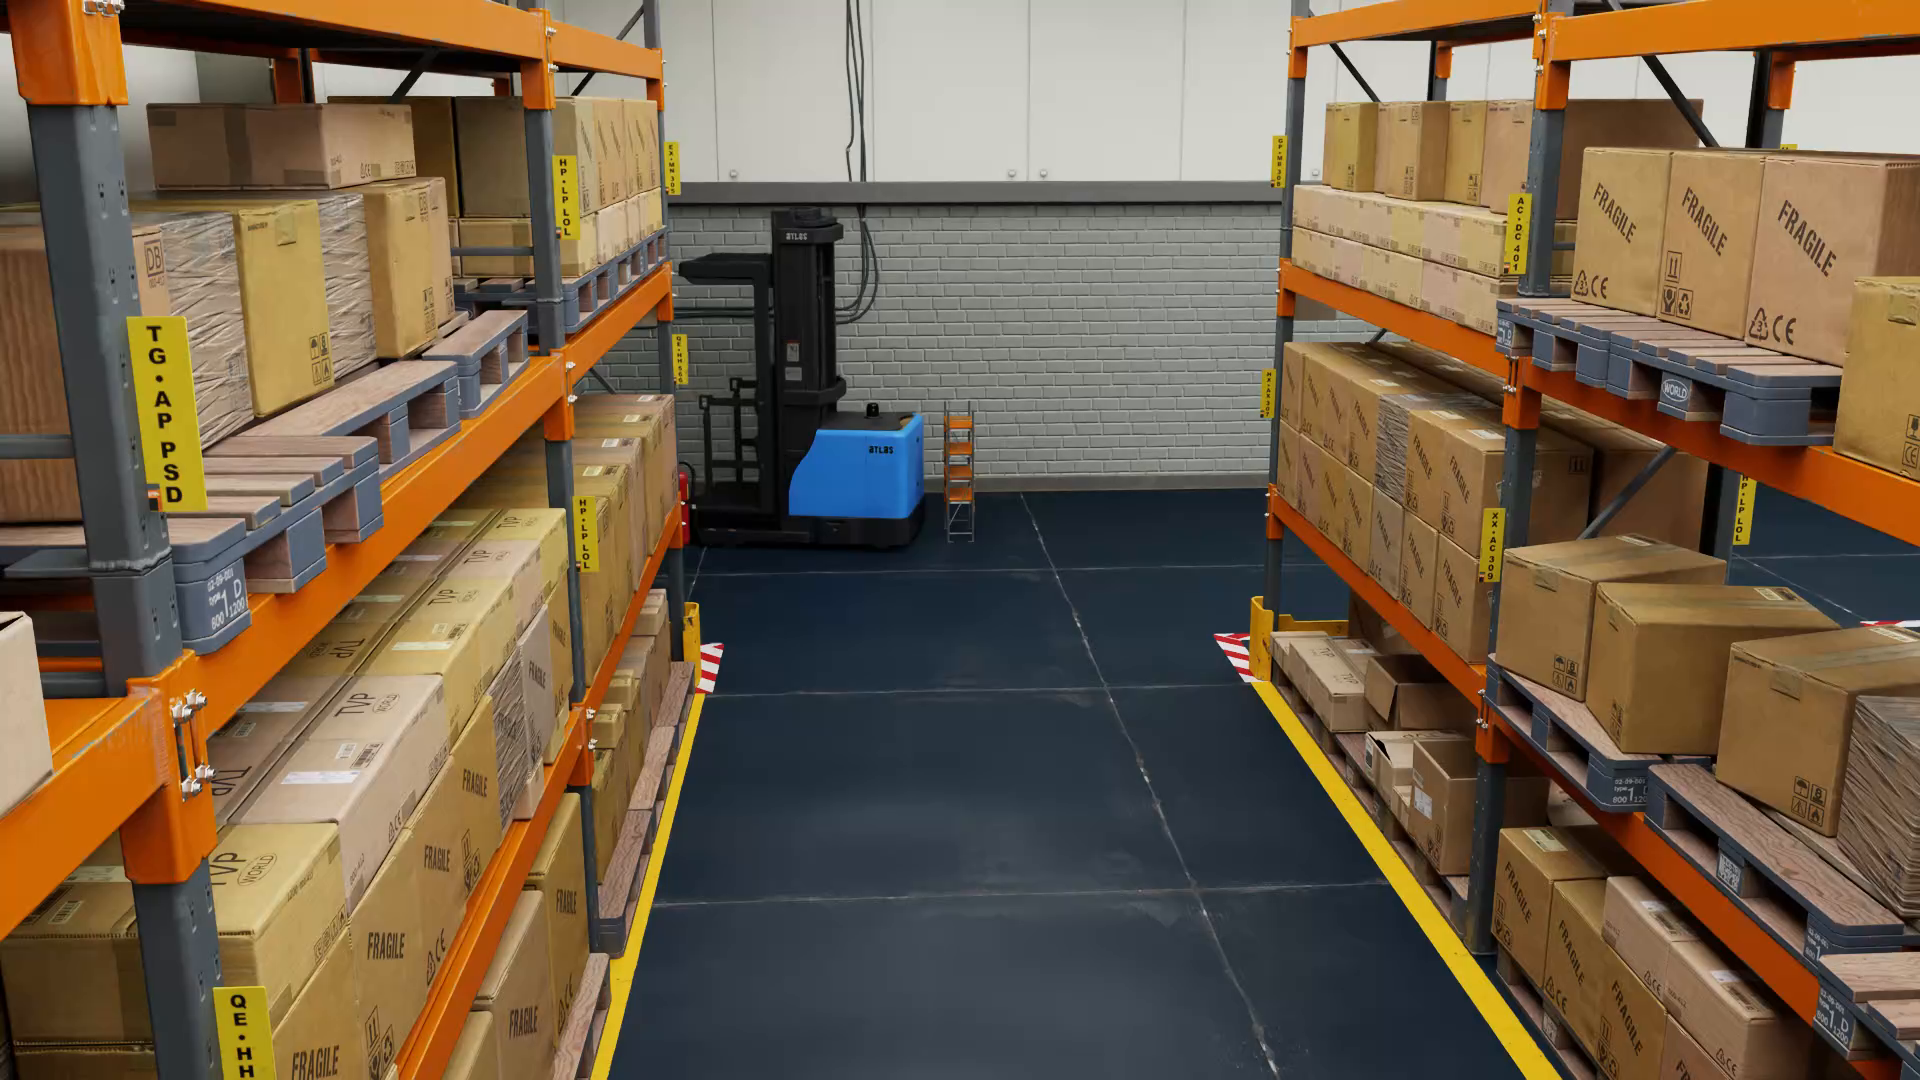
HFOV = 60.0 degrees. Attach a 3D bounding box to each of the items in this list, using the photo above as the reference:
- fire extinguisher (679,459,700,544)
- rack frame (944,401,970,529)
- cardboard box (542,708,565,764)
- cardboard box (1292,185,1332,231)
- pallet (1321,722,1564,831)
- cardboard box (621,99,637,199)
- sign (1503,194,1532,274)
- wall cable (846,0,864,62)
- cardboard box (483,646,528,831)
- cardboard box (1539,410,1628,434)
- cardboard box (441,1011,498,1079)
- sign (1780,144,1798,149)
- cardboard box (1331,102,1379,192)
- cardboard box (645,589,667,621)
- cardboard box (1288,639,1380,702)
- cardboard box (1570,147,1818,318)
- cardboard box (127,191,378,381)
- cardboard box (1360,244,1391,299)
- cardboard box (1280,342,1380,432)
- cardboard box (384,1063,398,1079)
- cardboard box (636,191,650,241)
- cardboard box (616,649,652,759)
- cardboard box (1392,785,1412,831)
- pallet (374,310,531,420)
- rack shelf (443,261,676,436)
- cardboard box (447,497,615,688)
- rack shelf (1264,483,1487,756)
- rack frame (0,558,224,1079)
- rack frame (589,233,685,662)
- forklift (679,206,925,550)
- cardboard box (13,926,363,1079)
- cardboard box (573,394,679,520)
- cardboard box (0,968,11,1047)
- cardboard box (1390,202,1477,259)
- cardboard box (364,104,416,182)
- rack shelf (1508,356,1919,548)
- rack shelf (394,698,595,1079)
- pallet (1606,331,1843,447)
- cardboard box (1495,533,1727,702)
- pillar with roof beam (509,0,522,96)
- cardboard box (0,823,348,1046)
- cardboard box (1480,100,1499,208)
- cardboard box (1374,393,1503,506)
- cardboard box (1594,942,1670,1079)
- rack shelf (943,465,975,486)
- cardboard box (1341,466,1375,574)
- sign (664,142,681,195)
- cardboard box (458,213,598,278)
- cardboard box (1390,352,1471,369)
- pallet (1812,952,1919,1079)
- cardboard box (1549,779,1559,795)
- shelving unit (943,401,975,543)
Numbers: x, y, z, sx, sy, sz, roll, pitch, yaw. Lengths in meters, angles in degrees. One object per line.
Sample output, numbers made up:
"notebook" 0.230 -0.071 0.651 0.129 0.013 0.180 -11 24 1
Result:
"fire extinguisher" -1.900 -0.311 11.121 0.296 0.674 0.183 -1 14 -3
"rack frame" -0.025 -0.683 15.273 0.240 1.200 0.015 -1 14 -3
"cardboard box" -1.761 0.764 6.501 0.380 0.149 0.250 -1 14 -2
"cardboard box" 2.364 -2.053 10.262 0.500 0.250 0.500 -1 14 -3
"pallet" 2.720 1.308 9.519 1.003 0.211 1.213 -1 14 -3
"cardboard box" -1.973 -2.048 8.698 0.500 0.500 0.500 -2 15 -6
"sign" 2.299 -1.260 6.847 0.100 0.325 0.005 -1 14 -3
"wall cable" 0.355 -5.786 15.552 3.097 2.526 0.112 -1 14 -3
"cardboard box" -1.759 0.670 5.563 0.500 0.500 0.500 -1 14 -3
"cardboard box" 3.059 -0.350 8.159 0.500 0.500 0.500 -1 14 -5
"cardboard box" -1.818 1.940 4.940 0.750 0.750 0.750 -1 14 -4
"sign" 3.394 -1.471 6.875 0.100 0.325 0.005 -1 14 -3
"cardboard box" 2.587 -2.294 9.697 0.700 0.500 0.500 -1 14 -3
"cardboard box" -2.018 0.410 10.286 0.380 0.149 0.250 -1 14 -4
"cardboard box" 2.374 0.820 10.454 0.500 0.250 0.500 -1 14 -3
"cardboard box" 2.798 -1.194 6.383 0.600 0.600 0.600 -2 15 -9
"cardboard box" -2.093 -0.721 4.704 0.700 0.500 0.500 -1 14 -3
"cardboard box" 2.459 -1.437 8.875 0.500 0.250 0.500 -1 14 -3
"cardboard box" 2.357 -0.980 10.610 0.500 0.500 0.500 0 14 -2
"cardboard box" -1.584 1.401 4.025 0.380 0.149 0.250 0 14 -2
"cardboard box" -2.008 -1.809 9.276 0.500 0.250 0.500 -1 14 -6
"cardboard box" -2.145 0.944 9.510 0.700 0.500 0.500 -1 14 -5
"cardboard box" 2.439 1.370 8.518 0.380 0.149 0.250 -1 14 -3
"pallet" -1.998 -0.623 5.791 0.805 0.209 1.217 -1 15 -6
"rack shelf" -2.228 -1.092 8.674 1.077 0.370 4.000 -1 14 -3
"cardboard box" -2.121 0.230 7.513 0.980 0.700 0.700 -1 14 -3
"rack shelf" 2.716 0.284 9.348 1.077 0.370 4.000 -1 14 -3
"rack frame" -1.856 1.505 3.158 1.000 3.000 0.127 -1 14 -3
"rack frame" -2.351 -0.485 10.891 1.000 3.000 0.127 -1 14 -3
"forklift" -1.882 -1.479 14.892 3.031 2.935 1.130 2 15 8
"cardboard box" -1.631 1.178 3.591 0.500 0.500 0.500 0 14 -2
"cardboard box" -2.310 -0.503 10.361 0.980 0.700 0.700 0 14 -1
"cardboard box" -2.143 0.831 3.436 0.500 0.250 0.500 0 14 -2
"cardboard box" 2.483 -1.555 8.329 0.500 0.250 0.500 -1 14 -3
"cardboard box" -2.180 -1.347 5.632 0.500 0.250 0.500 0 14 1
"rack shelf" 2.964 -0.174 5.108 1.077 0.370 4.000 -1 14 -3
"rack shelf" -1.980 1.356 5.181 1.077 0.370 4.000 -1 14 -3
"pallet" 2.878 -0.508 5.338 1.213 0.211 1.003 -1 14 -3
"cardboard box" 2.646 0.302 6.789 0.700 0.500 0.500 -6 16 -22
"pillar with roof beam" 0.915 -4.115 12.960 9.100 9.000 0.400 -1 14 -3
"cardboard box" -1.628 0.815 3.495 0.500 0.250 0.500 -1 14 -2
"cardboard box" 2.883 -1.800 7.774 0.700 0.500 0.500 -1 14 -3
"cardboard box" 2.485 -0.475 8.644 0.500 0.500 0.500 -1 14 -3
"cardboard box" 2.695 1.811 6.102 0.500 0.500 0.500 -1 14 -3
"rack shelf" -0.010 -0.557 15.054 0.258 0.148 0.480 -1 14 -3
"cardboard box" 2.452 -0.119 9.268 0.500 0.500 0.500 -1 14 -3
"sign" -1.809 -2.333 10.436 0.100 0.325 0.005 -1 14 -3
"cardboard box" -1.883 -1.298 7.289 0.500 0.250 0.500 -1 14 -4
"cardboard box" 2.927 -0.863 10.153 0.500 0.500 0.500 0 14 -2
"pallet" 2.976 1.353 4.134 1.213 0.211 1.003 -1 14 -3
"cardboard box" 2.967 1.269 8.878 0.380 0.166 0.250 -1 14 -3
"shelving unit" -0.010 -0.622 15.037 0.258 1.200 0.503 -1 14 -3
